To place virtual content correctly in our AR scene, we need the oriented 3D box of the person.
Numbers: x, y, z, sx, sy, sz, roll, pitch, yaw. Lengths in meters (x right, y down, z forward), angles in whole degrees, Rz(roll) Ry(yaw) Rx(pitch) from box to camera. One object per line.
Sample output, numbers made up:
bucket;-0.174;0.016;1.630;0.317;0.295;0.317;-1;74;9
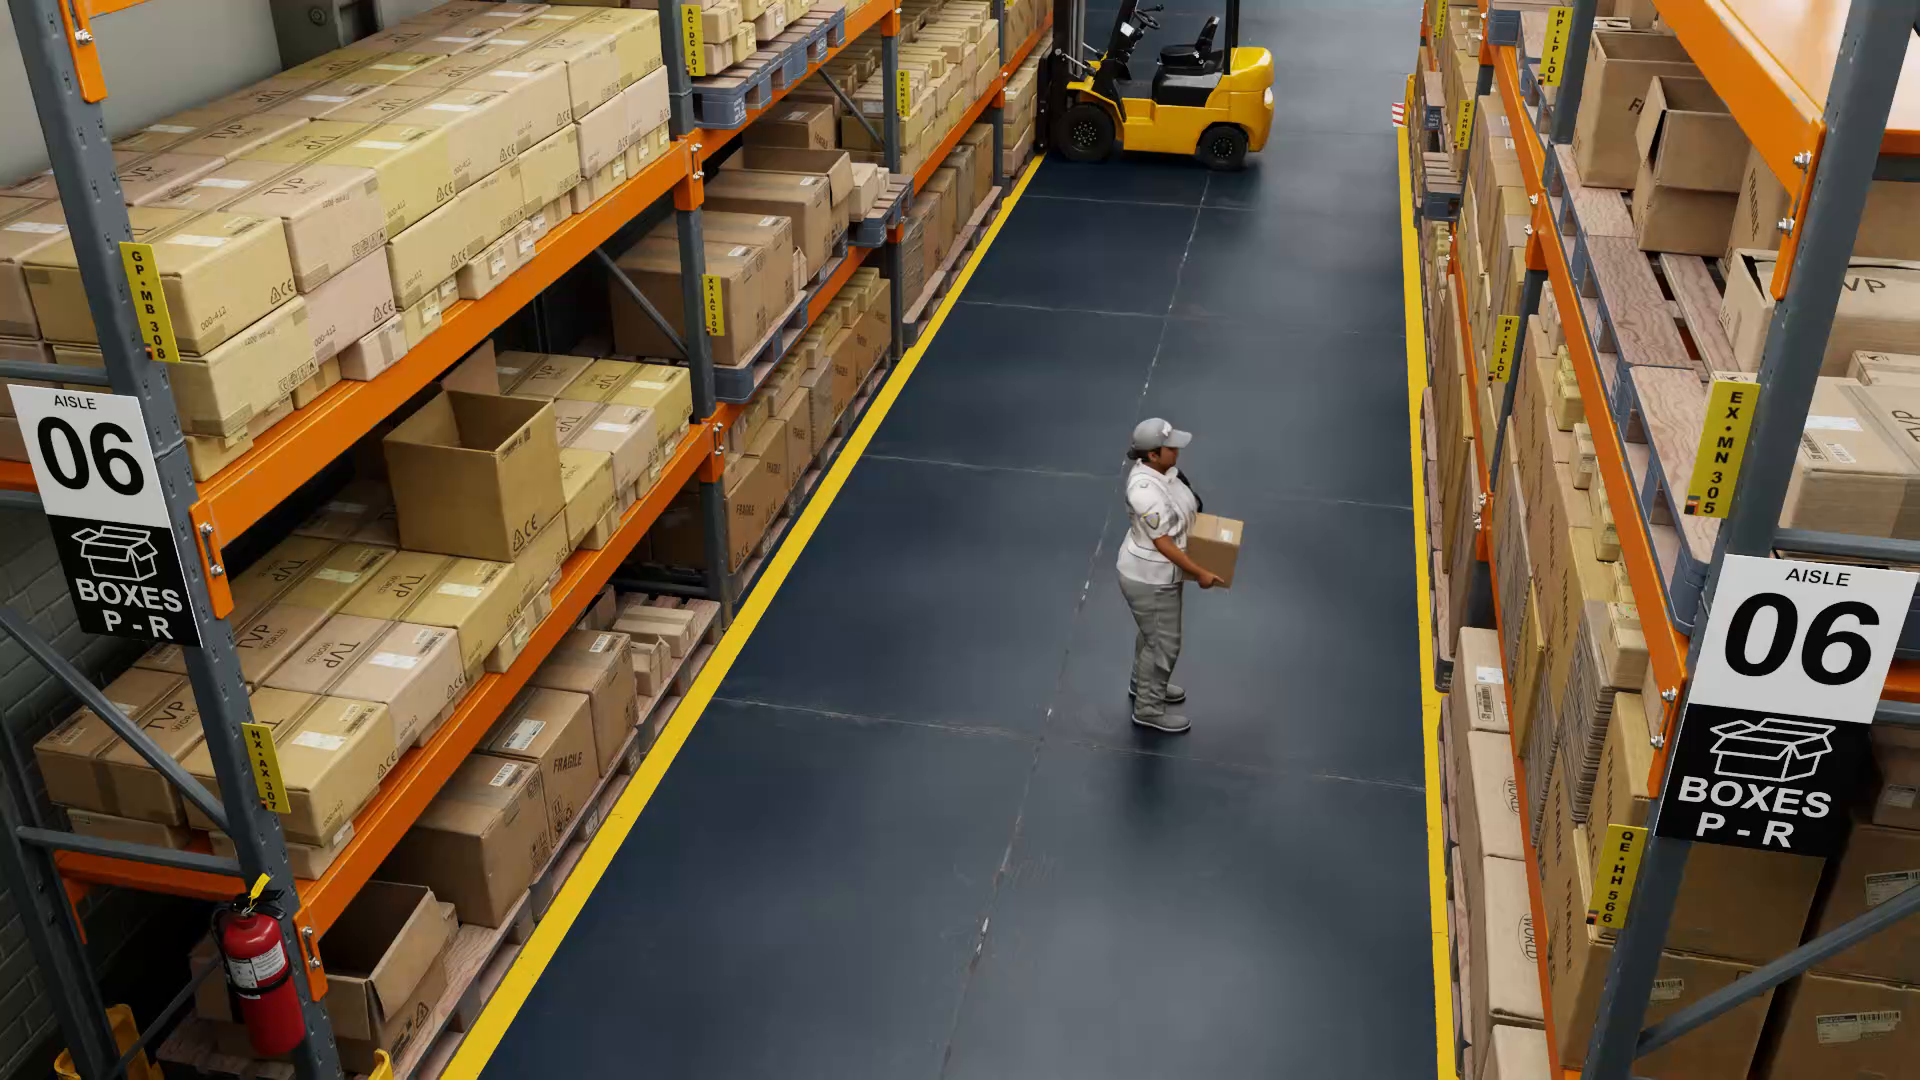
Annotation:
person;1.056;0.170;8.314;0.541;1.655;0.454;6;30;12
